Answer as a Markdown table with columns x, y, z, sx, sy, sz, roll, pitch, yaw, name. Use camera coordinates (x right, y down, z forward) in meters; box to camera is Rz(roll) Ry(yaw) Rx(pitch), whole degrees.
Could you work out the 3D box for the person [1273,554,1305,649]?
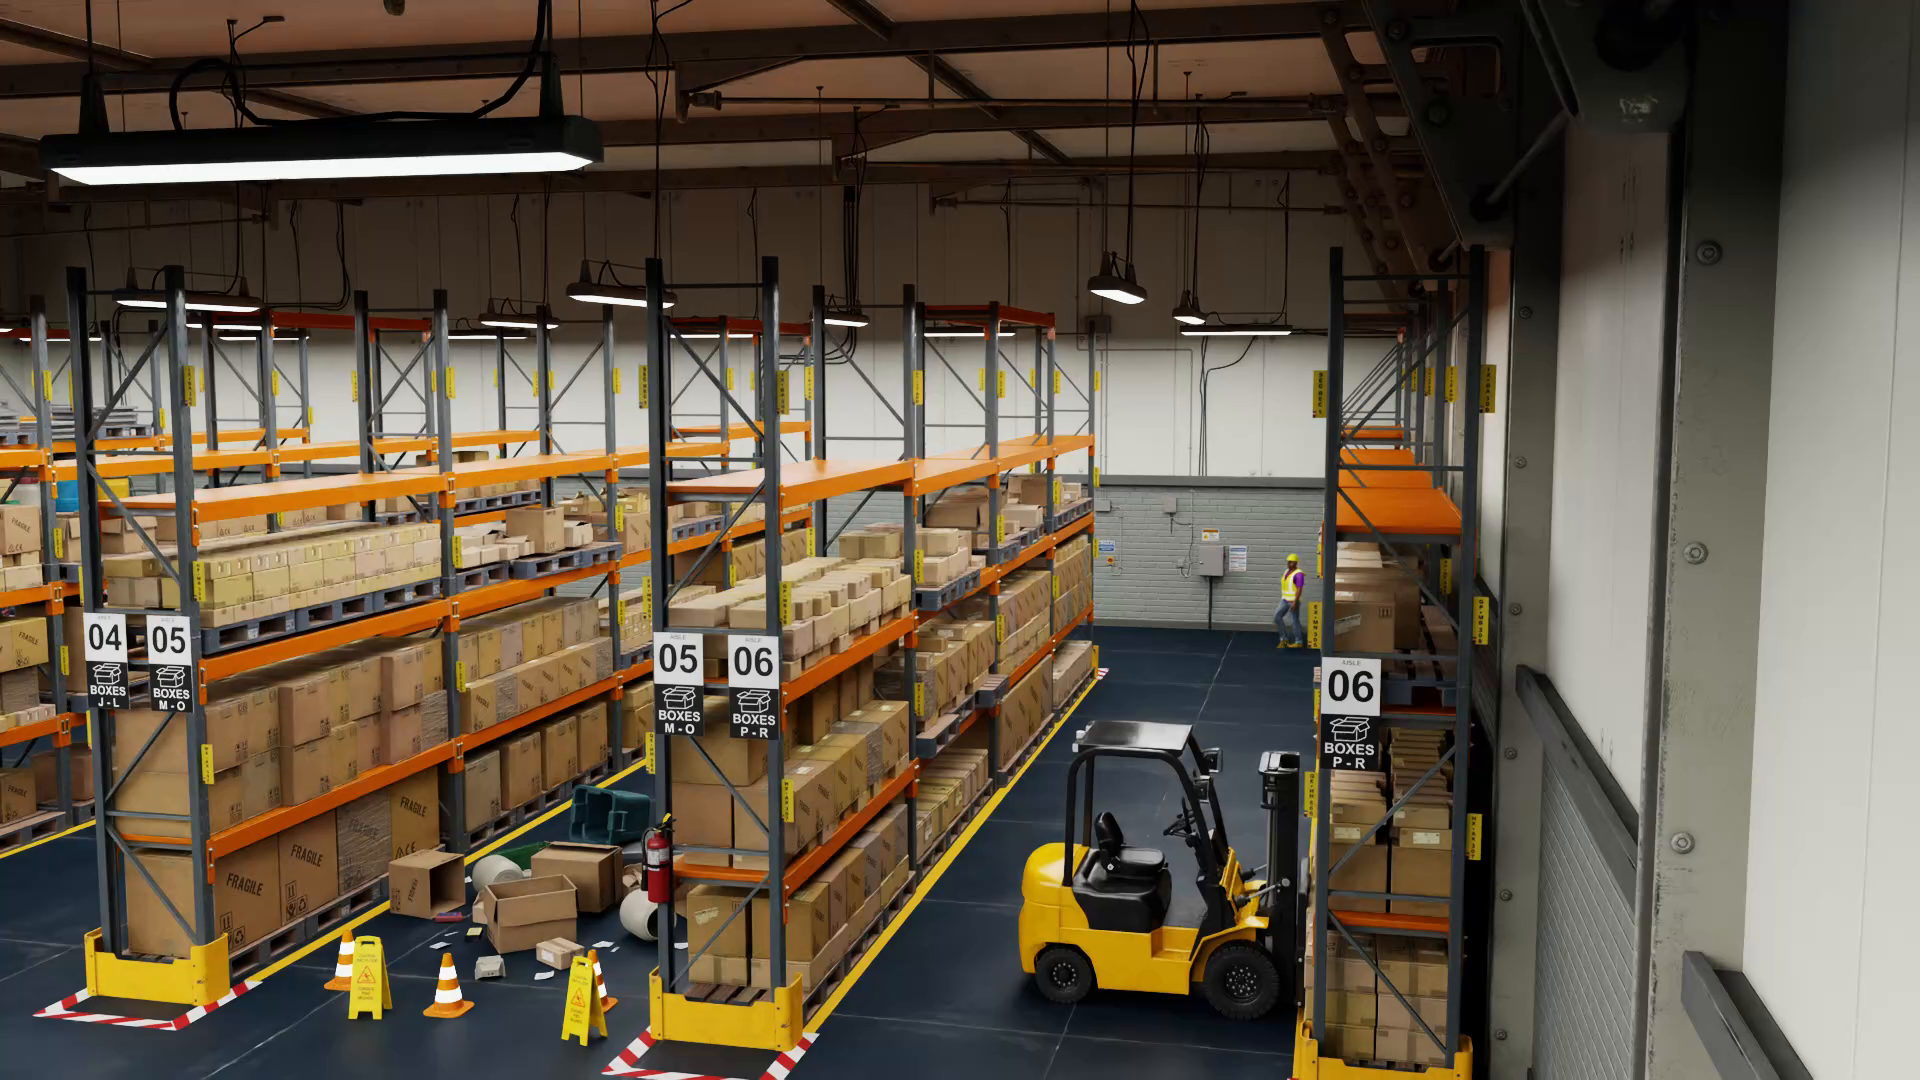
| x | y | z | sx | sy | sz | roll | pitch | yaw | name |
| --- | --- | --- | --- | --- | --- | --- | --- | --- | --- |
| 6.145 | 1.167 | 30.987 | 0.535 | 1.821 | 0.635 | -2 | 6 | -19 | person |
